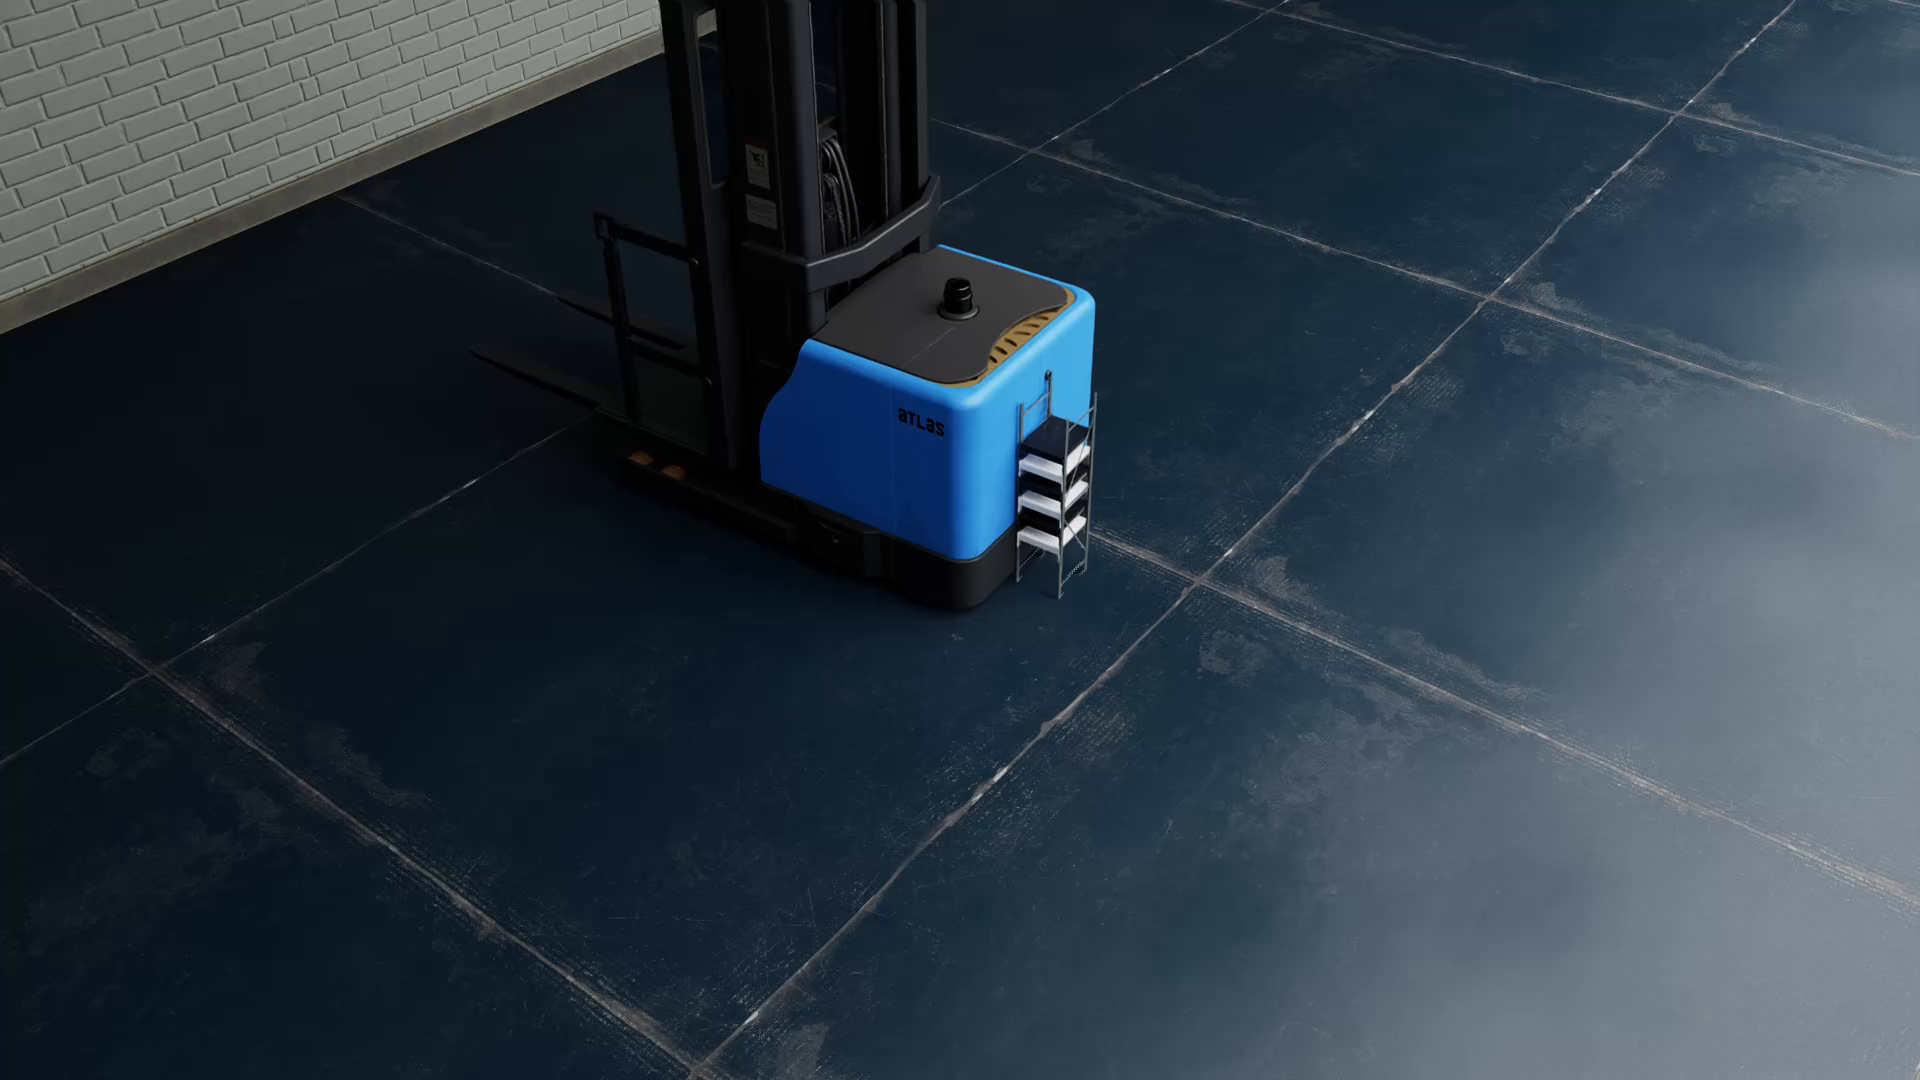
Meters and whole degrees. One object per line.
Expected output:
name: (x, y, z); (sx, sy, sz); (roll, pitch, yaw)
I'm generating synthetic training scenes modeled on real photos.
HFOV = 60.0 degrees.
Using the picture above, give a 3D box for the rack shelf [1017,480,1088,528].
rack shelf: (0.386, -0.174, 6.796); (0.200, 0.077, 0.258); (22, 43, 25)

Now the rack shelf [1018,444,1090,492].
rack shelf: (0.386, -0.316, 6.685); (0.200, 0.077, 0.258); (22, 43, 25)

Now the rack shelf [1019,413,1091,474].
rack shelf: (0.386, -0.387, 6.630); (0.200, 0.077, 0.258); (22, 43, 25)

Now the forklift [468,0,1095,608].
forklift: (-0.944, -1.575, 6.884); (3.031, 2.935, 1.130); (22, 43, 25)

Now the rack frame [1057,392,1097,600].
rack frame: (0.471, -0.166, 6.732); (0.006, 0.900, 0.240); (22, 43, 25)

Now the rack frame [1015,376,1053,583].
rack frame: (0.301, -0.234, 6.819); (0.006, 0.900, 0.240); (22, 43, 25)

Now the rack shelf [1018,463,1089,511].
rack shelf: (0.386, -0.245, 6.741); (0.200, 0.077, 0.258); (22, 43, 25)

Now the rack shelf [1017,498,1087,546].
rack shelf: (0.386, -0.103, 6.852); (0.200, 0.077, 0.258); (22, 43, 25)

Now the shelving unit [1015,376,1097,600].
shelving unit: (0.386, -0.200, 6.776); (0.210, 0.900, 0.258); (22, 43, 25)

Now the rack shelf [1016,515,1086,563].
rack shelf: (0.386, -0.032, 6.907); (0.200, 0.077, 0.258); (22, 43, 25)
